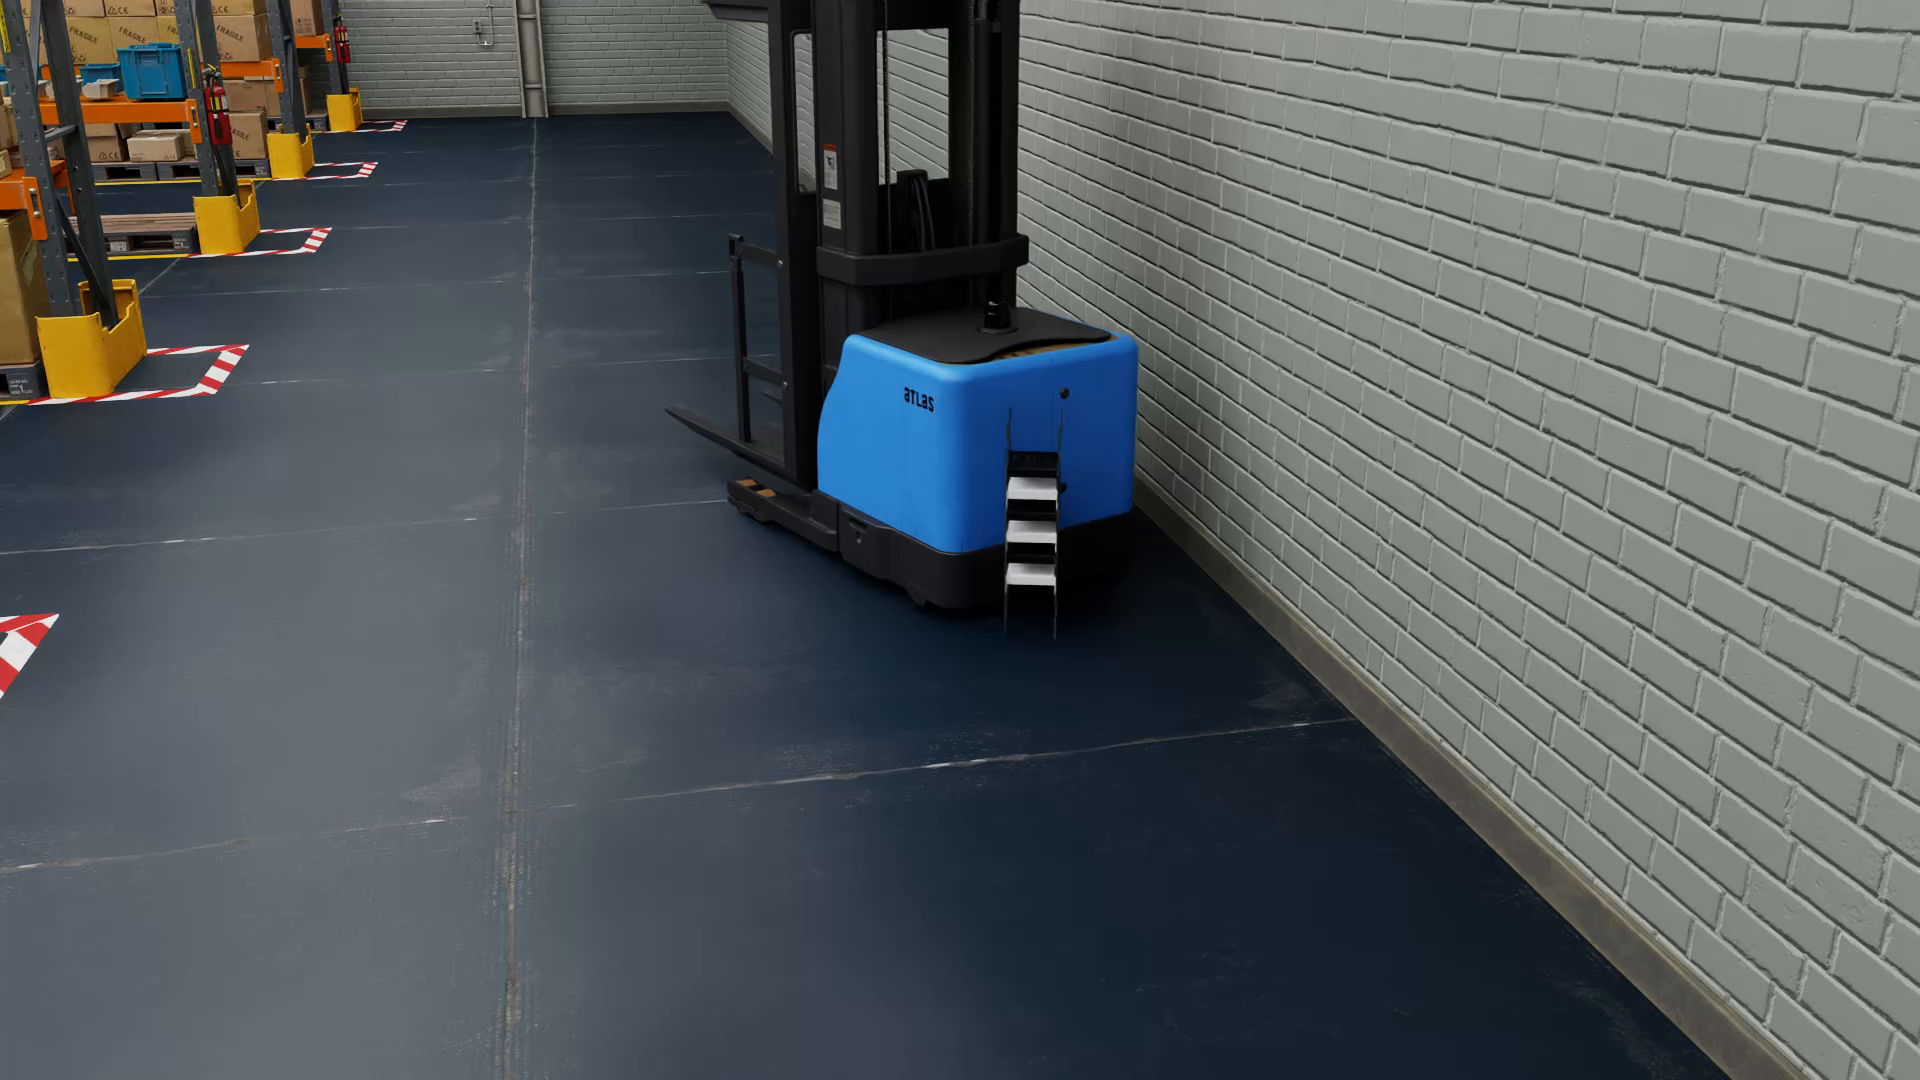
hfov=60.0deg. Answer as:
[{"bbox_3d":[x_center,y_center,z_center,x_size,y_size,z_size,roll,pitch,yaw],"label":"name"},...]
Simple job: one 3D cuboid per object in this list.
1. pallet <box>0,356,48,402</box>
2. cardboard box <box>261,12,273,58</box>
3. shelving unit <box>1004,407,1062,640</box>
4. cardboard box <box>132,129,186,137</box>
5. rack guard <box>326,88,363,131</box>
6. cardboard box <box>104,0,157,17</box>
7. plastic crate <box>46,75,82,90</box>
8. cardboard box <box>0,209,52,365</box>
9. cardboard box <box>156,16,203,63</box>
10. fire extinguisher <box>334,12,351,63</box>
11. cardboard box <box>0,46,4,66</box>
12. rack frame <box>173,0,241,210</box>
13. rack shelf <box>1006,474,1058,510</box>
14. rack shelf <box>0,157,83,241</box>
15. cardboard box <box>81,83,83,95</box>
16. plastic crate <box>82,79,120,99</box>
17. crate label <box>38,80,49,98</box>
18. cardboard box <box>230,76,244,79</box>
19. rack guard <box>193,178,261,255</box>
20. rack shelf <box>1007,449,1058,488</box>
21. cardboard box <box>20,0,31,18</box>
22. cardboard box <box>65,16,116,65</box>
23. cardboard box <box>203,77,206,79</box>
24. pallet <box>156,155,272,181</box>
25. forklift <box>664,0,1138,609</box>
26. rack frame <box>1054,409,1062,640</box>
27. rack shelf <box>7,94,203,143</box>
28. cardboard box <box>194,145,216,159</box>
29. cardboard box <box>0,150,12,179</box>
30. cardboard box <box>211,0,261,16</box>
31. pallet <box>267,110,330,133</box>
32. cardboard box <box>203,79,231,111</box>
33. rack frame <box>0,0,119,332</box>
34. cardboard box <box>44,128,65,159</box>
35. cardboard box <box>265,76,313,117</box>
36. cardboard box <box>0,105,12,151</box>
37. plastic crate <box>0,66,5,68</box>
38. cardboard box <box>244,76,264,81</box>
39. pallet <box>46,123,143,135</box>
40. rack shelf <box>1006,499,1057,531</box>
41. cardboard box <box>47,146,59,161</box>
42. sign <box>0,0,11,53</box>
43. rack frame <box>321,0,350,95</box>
[{"bbox_3d":[-6.322,-1.075,10.441,1.213,0.211,1.003,-5,21,-12],"label":"pallet"},{"bbox_3d":[-8.330,-5.890,19.387,0.500,0.500,0.500,-4,21,-11],"label":"cardboard box"},{"bbox_3d":[0.293,-0.063,6.677,0.210,0.900,0.258,2,20,5],"label":"shelving unit"},{"bbox_3d":[-9.405,-4.678,19.582,0.500,0.250,0.500,-5,21,-12],"label":"cardboard box"},{"bbox_3d":[-8.958,-6.276,24.220,0.348,0.500,1.175,-5,21,-12],"label":"rack guard"},{"bbox_3d":[-9.202,-6.096,18.496,0.500,0.500,0.500,-4,21,-11],"label":"cardboard box"},{"bbox_3d":[-8.009,-4.075,14.874,0.298,0.136,0.250,-5,21,-12],"label":"plastic crate"},{"bbox_3d":[-6.166,-1.596,10.288,0.875,0.875,0.875,-5,21,-12],"label":"cardboard box"},{"bbox_3d":[-8.715,-5.668,18.781,0.500,0.500,0.500,-4,21,-12],"label":"cardboard box"},{"bbox_3d":[-8.728,-7.094,23.473,0.183,0.674,0.296,-5,21,-12],"label":"fire extinguisher"},{"bbox_3d":[-10.674,-5.511,18.352,0.500,0.500,0.500,-4,21,-12],"label":"cardboard box"},{"bbox_3d":[-6.701,-4.131,14.732,0.127,3.000,1.000,-5,21,-12],"label":"rack frame"},{"bbox_3d":[0.293,-0.200,6.627,0.200,0.077,0.258,2,20,5],"label":"rack shelf"},{"bbox_3d":[-7.508,-1.977,9.897,4.000,0.370,1.077,-5,21,-12],"label":"rack shelf"},{"bbox_3d":[-12.122,-6.179,23.346,0.500,0.500,0.700,-4,21,-12],"label":"cardboard box"},{"bbox_3d":[-7.453,-3.911,14.425,0.243,0.136,0.396,-5,21,-12],"label":"plastic crate"},{"bbox_3d":[-8.004,-3.862,14.293,0.243,0.136,0.396,-5,21,-12],"label":"crate label"},{"bbox_3d":[-10.300,-6.704,23.834,0.250,0.149,0.380,-4,21,-12],"label":"cardboard box"},{"bbox_3d":[-6.681,-2.964,15.179,0.348,0.500,1.175,-5,21,-12],"label":"rack guard"},{"bbox_3d":[0.293,-0.285,6.596,0.200,0.077,0.258,2,20,5],"label":"rack shelf"},{"bbox_3d":[-10.205,-6.014,18.273,0.500,0.500,0.500,-5,21,-14],"label":"cardboard box"},{"bbox_3d":[-9.692,-5.590,18.569,0.500,0.500,0.500,-5,21,-13],"label":"cardboard box"},{"bbox_3d":[-10.797,-6.663,23.722,0.250,0.149,0.380,-4,21,-12],"label":"cardboard box"},{"bbox_3d":[-8.687,-4.411,19.549,1.213,0.211,1.003,-5,21,-12],"label":"pallet"},{"bbox_3d":[-0.486,-1.540,7.758,1.130,2.935,3.031,-14,24,-33],"label":"forklift"},{"bbox_3d":[0.394,-0.059,6.669,0.006,0.900,0.240,2,20,5],"label":"rack frame"},{"bbox_3d":[-8.648,-3.635,14.423,4.000,0.370,1.077,-5,21,-12],"label":"rack shelf"},{"bbox_3d":[-8.725,-4.538,19.323,0.250,0.166,0.380,-5,21,-12],"label":"cardboard box"},{"bbox_3d":[-5.832,-2.217,9.871,0.250,0.149,0.380,-4,21,-11],"label":"cardboard box"},{"bbox_3d":[-8.207,-6.179,18.722,0.500,0.500,0.500,-5,21,-13],"label":"cardboard box"},{"bbox_3d":[-9.741,-6.049,24.020,1.213,0.211,1.003,-5,21,-12],"label":"pallet"},{"bbox_3d":[-10.616,-6.302,23.682,0.500,0.500,0.700,-5,21,-14],"label":"cardboard box"},{"bbox_3d":[-5.562,-2.473,10.206,0.127,3.000,1.000,-5,21,-12],"label":"rack frame"},{"bbox_3d":[-10.511,-4.617,19.326,0.500,0.311,0.500,-5,21,-12],"label":"cardboard box"},{"bbox_3d":[-9.639,-6.382,23.900,0.500,0.500,0.700,-5,21,-12],"label":"cardboard box"},{"bbox_3d":[-5.972,-2.415,9.833,0.500,0.250,0.500,-5,21,-13],"label":"cardboard box"},{"bbox_3d":[-8.591,-4.044,14.648,0.300,0.233,0.416,-5,21,-12],"label":"plastic crate"},{"bbox_3d":[-9.971,-6.595,23.538,0.250,0.149,0.380,-4,21,-11],"label":"cardboard box"},{"bbox_3d":[-12.116,-5.856,23.493,1.213,0.211,1.003,-5,21,-12],"label":"pallet"},{"bbox_3d":[0.293,-0.116,6.658,0.200,0.077,0.258,2,20,5],"label":"rack shelf"},{"bbox_3d":[-10.433,-4.382,18.895,0.250,0.166,0.380,-5,21,-12],"label":"cardboard box"},{"bbox_3d":[-5.450,-2.946,9.467,0.005,0.325,0.100,-5,21,-12],"label":"sign"},{"bbox_3d":[-8.981,-7.448,23.785,0.127,3.000,1.000,-5,21,-12],"label":"rack frame"}]
